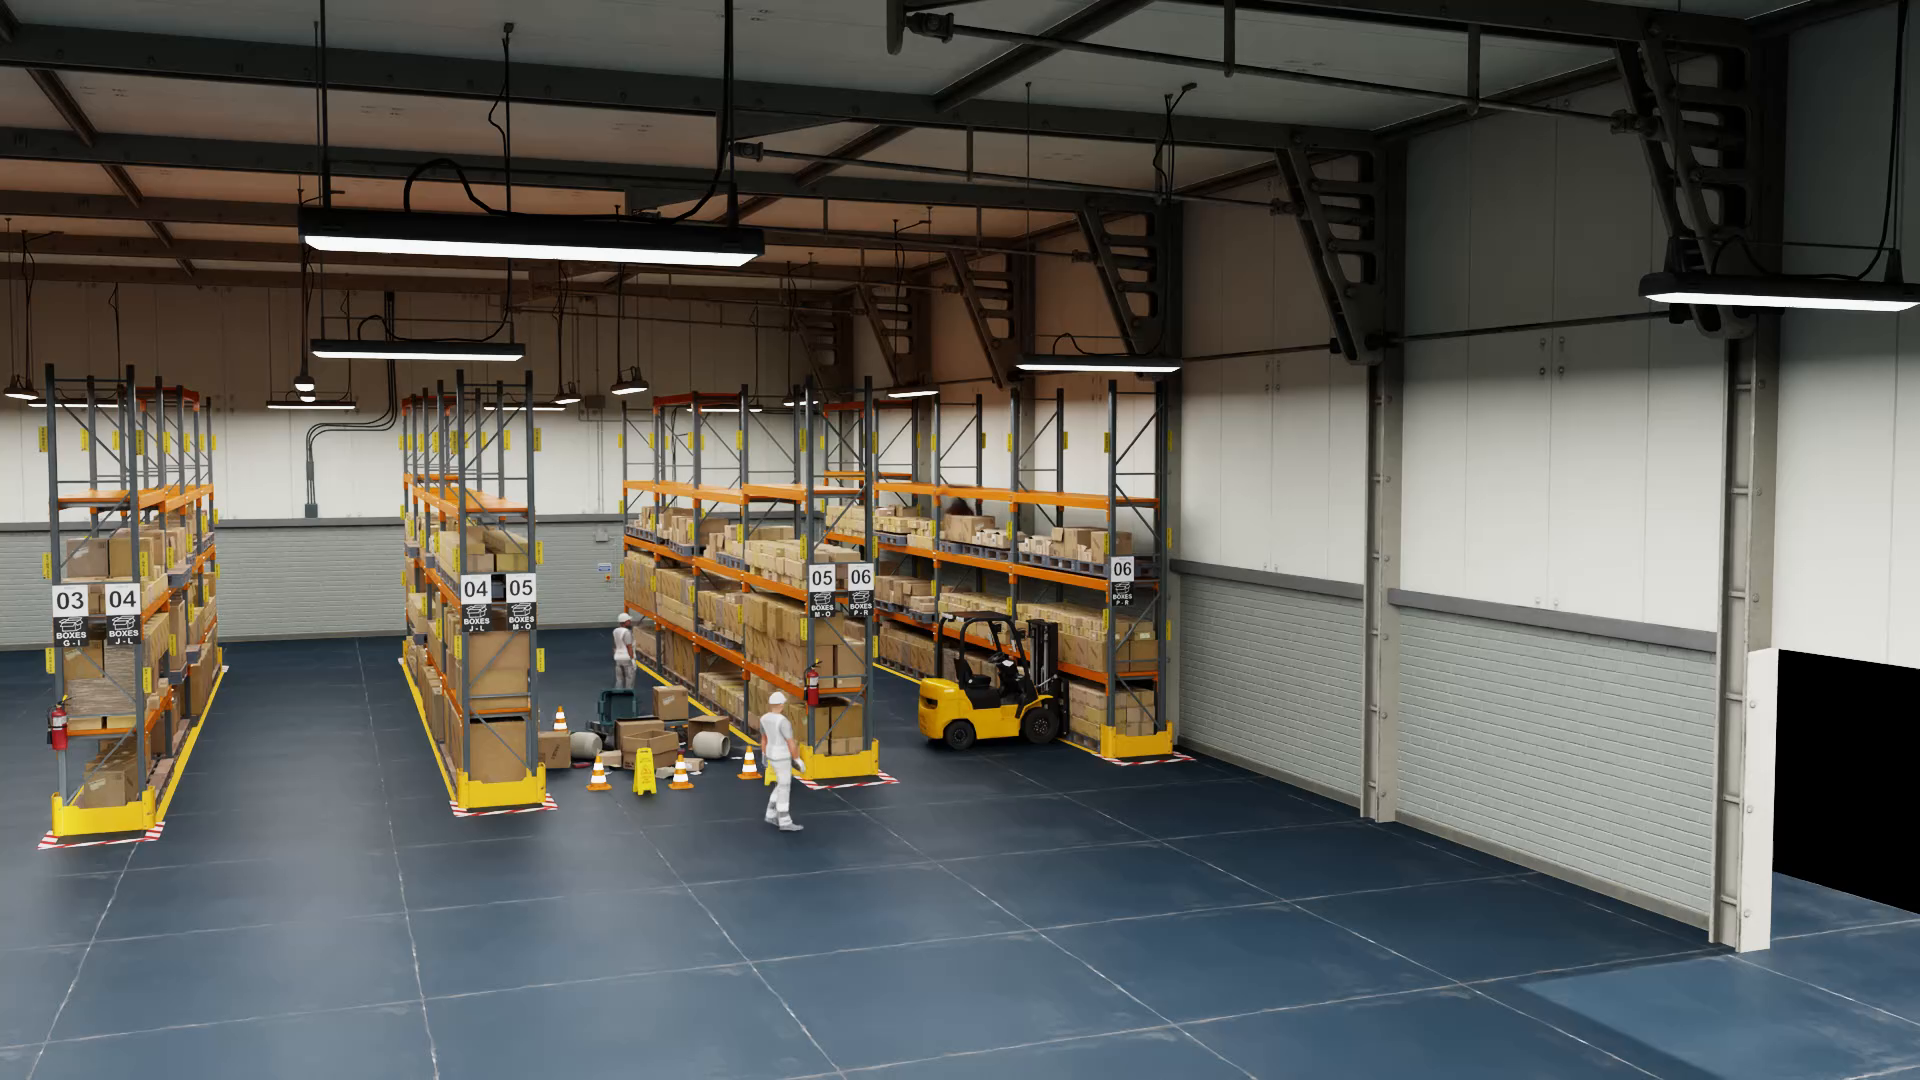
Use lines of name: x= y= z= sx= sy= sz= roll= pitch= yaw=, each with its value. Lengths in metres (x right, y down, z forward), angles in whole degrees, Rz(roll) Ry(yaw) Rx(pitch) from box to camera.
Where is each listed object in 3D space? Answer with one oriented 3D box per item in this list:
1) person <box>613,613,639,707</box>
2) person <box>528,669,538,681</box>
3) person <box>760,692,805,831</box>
person: x=-6.301 y=2.273 z=31.368 sx=0.639 sy=1.791 sz=0.396 roll=2 pitch=4 yaw=34
person: x=-9.195 y=2.169 z=34.979 sx=0.531 sy=1.598 sz=0.470 roll=-2 pitch=4 yaw=-31
person: x=-2.315 y=2.854 z=21.517 sx=0.502 sy=1.810 sz=0.654 roll=-2 pitch=4 yaw=-26
